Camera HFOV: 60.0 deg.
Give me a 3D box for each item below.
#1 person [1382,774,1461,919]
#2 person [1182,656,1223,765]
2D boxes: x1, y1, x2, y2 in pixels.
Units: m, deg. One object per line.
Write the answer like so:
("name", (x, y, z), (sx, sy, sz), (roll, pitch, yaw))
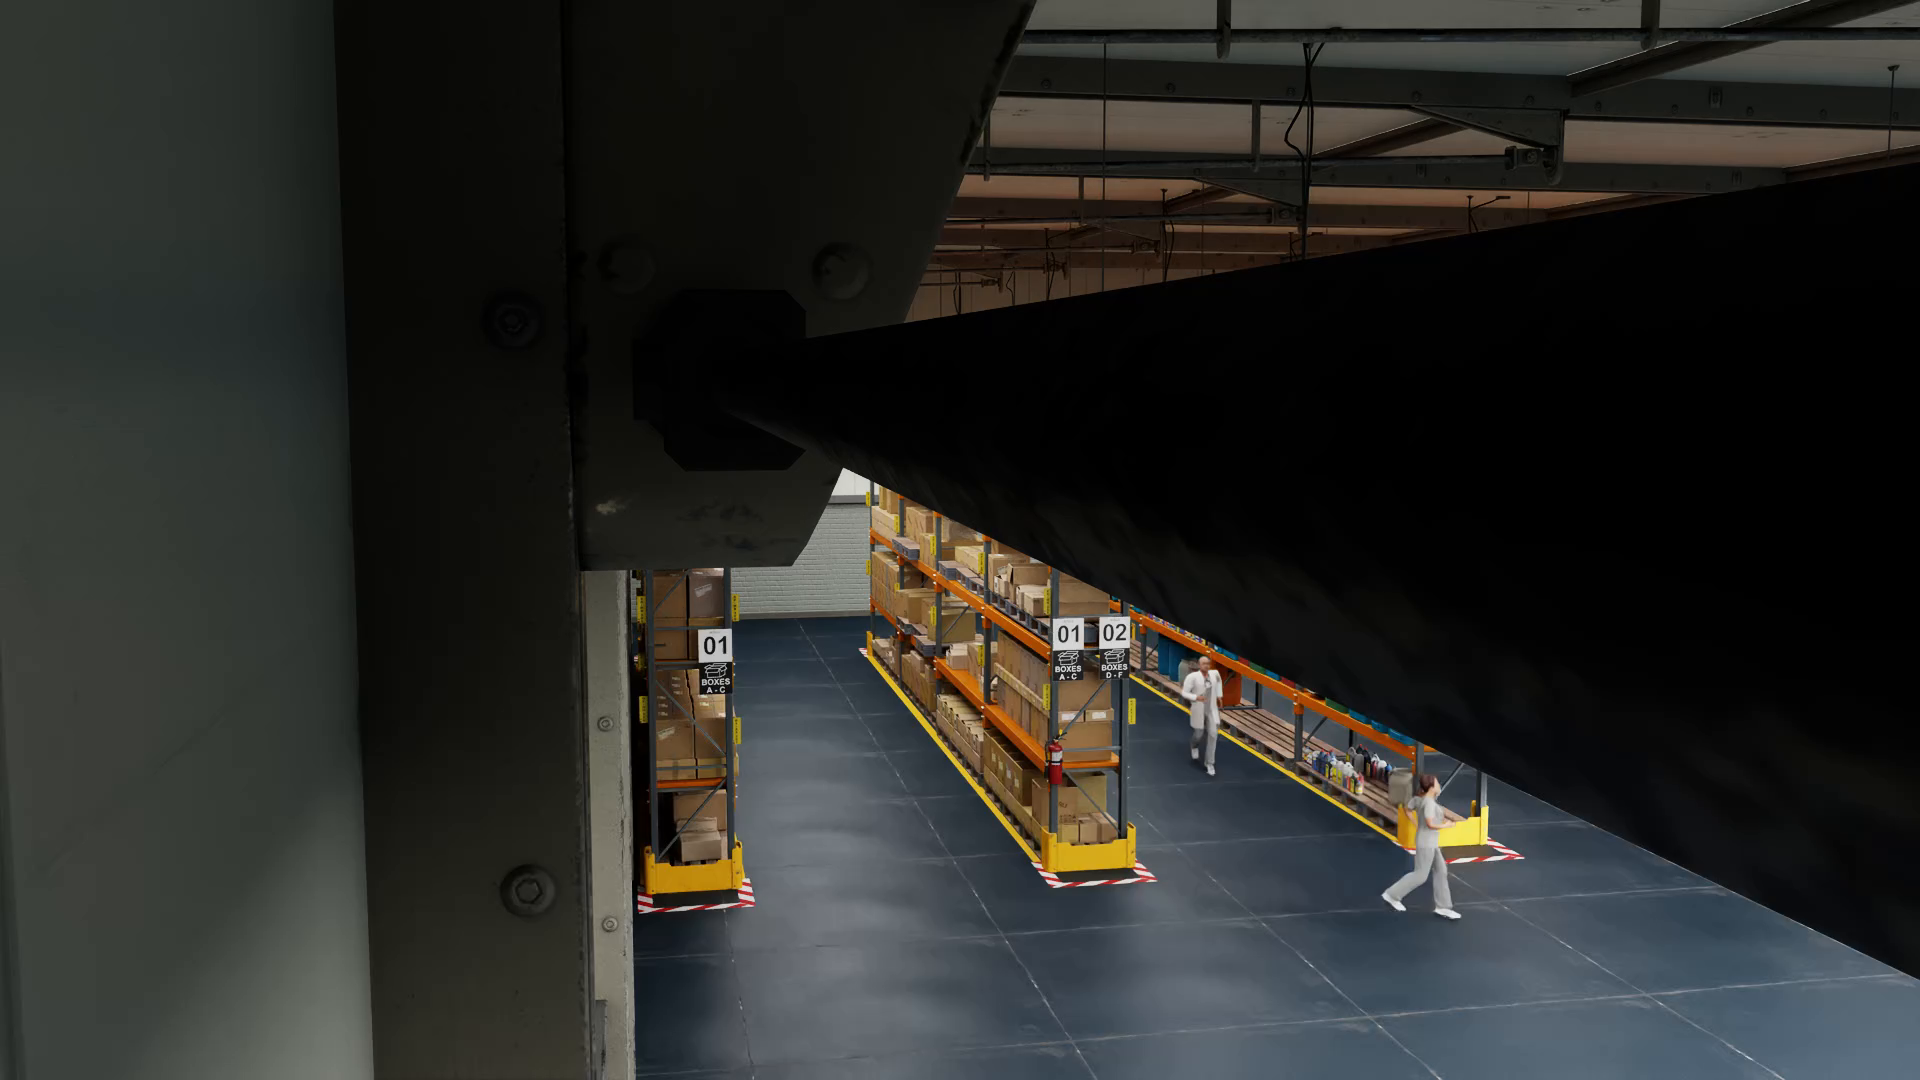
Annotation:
("person", (5.312, 3.512, 19.043), (0.898, 1.690, 0.554), (1, 6, 7))
("person", (4.858, 4.308, 10.910), (6.080, 1.797, 31.413), (-1, 6, -12))
